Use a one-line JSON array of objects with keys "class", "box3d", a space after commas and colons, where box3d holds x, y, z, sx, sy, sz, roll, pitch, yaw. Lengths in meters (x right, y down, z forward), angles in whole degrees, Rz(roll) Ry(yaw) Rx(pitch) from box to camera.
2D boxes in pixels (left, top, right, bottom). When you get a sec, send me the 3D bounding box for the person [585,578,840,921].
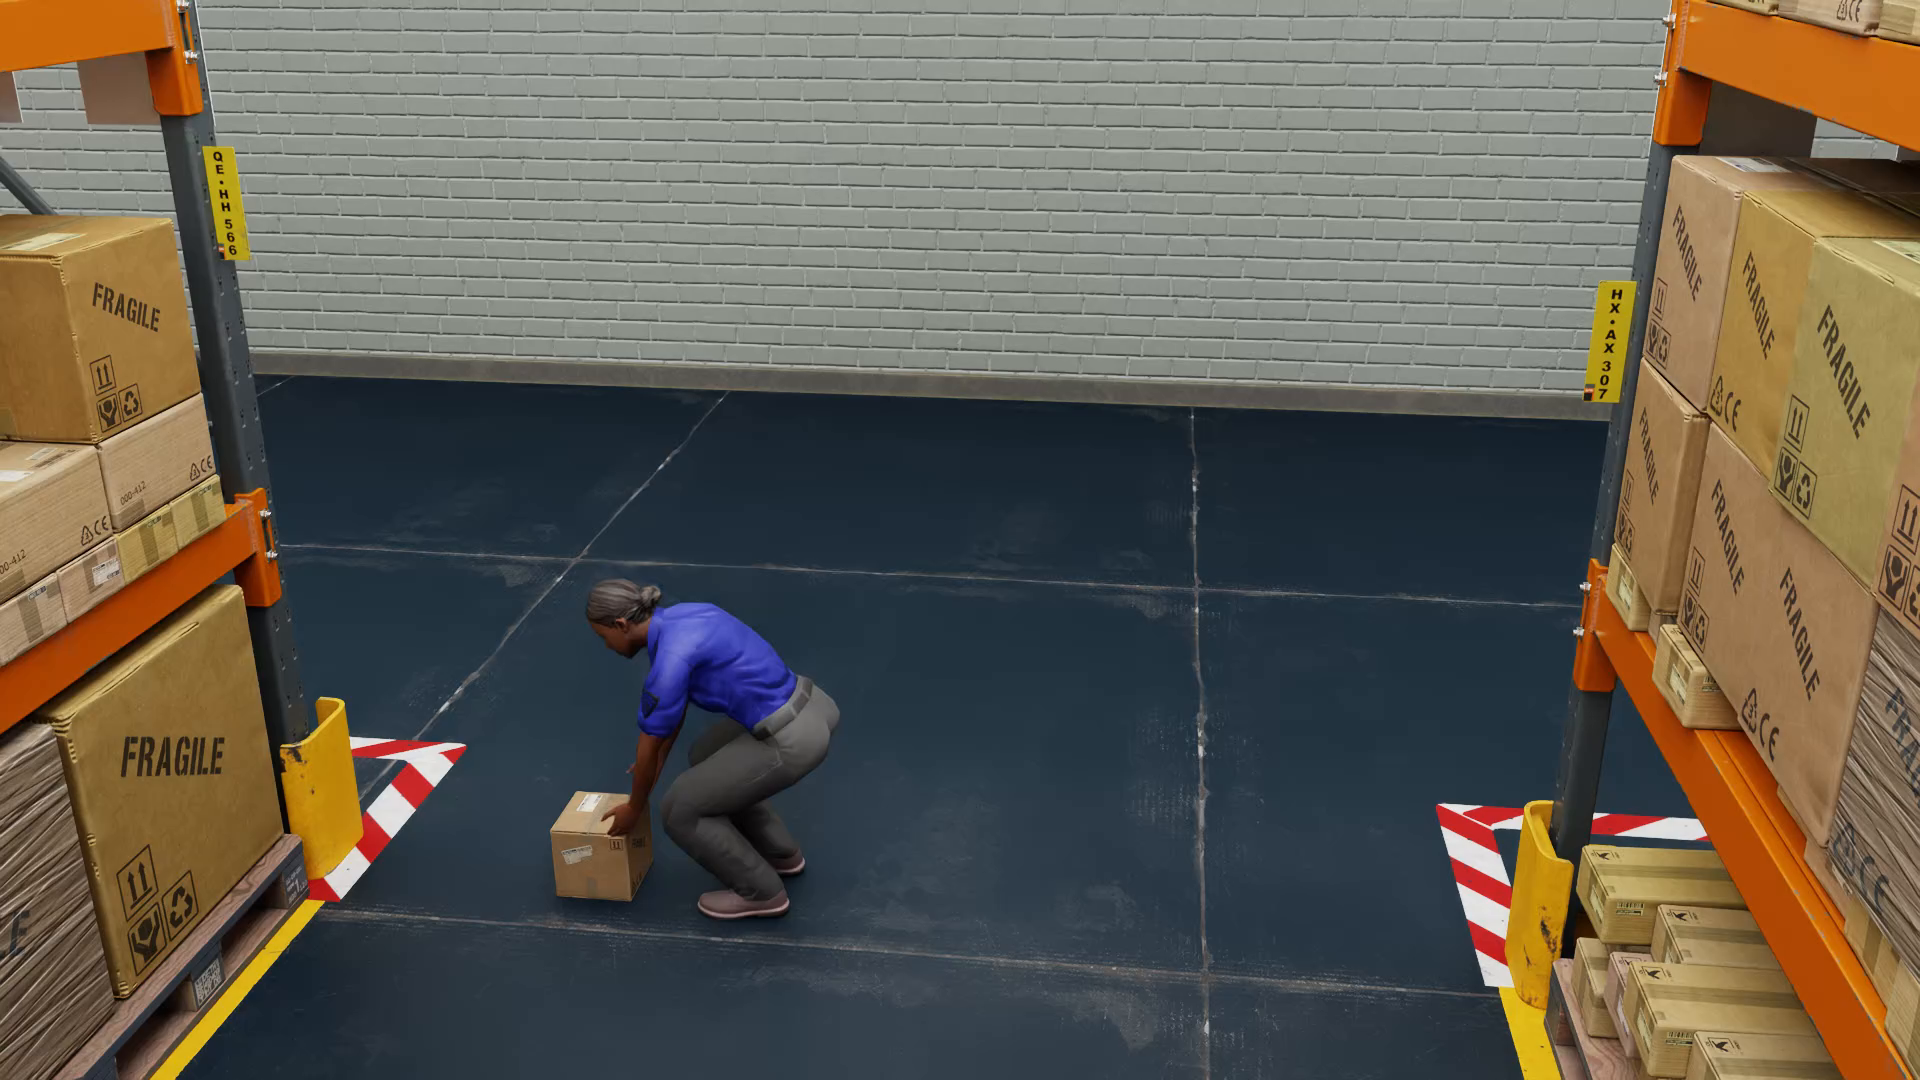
[{"class": "person", "box3d": [-0.764, 0.639, 5.220, 0.749, 1.106, 0.498, 2, 21, 6]}]
